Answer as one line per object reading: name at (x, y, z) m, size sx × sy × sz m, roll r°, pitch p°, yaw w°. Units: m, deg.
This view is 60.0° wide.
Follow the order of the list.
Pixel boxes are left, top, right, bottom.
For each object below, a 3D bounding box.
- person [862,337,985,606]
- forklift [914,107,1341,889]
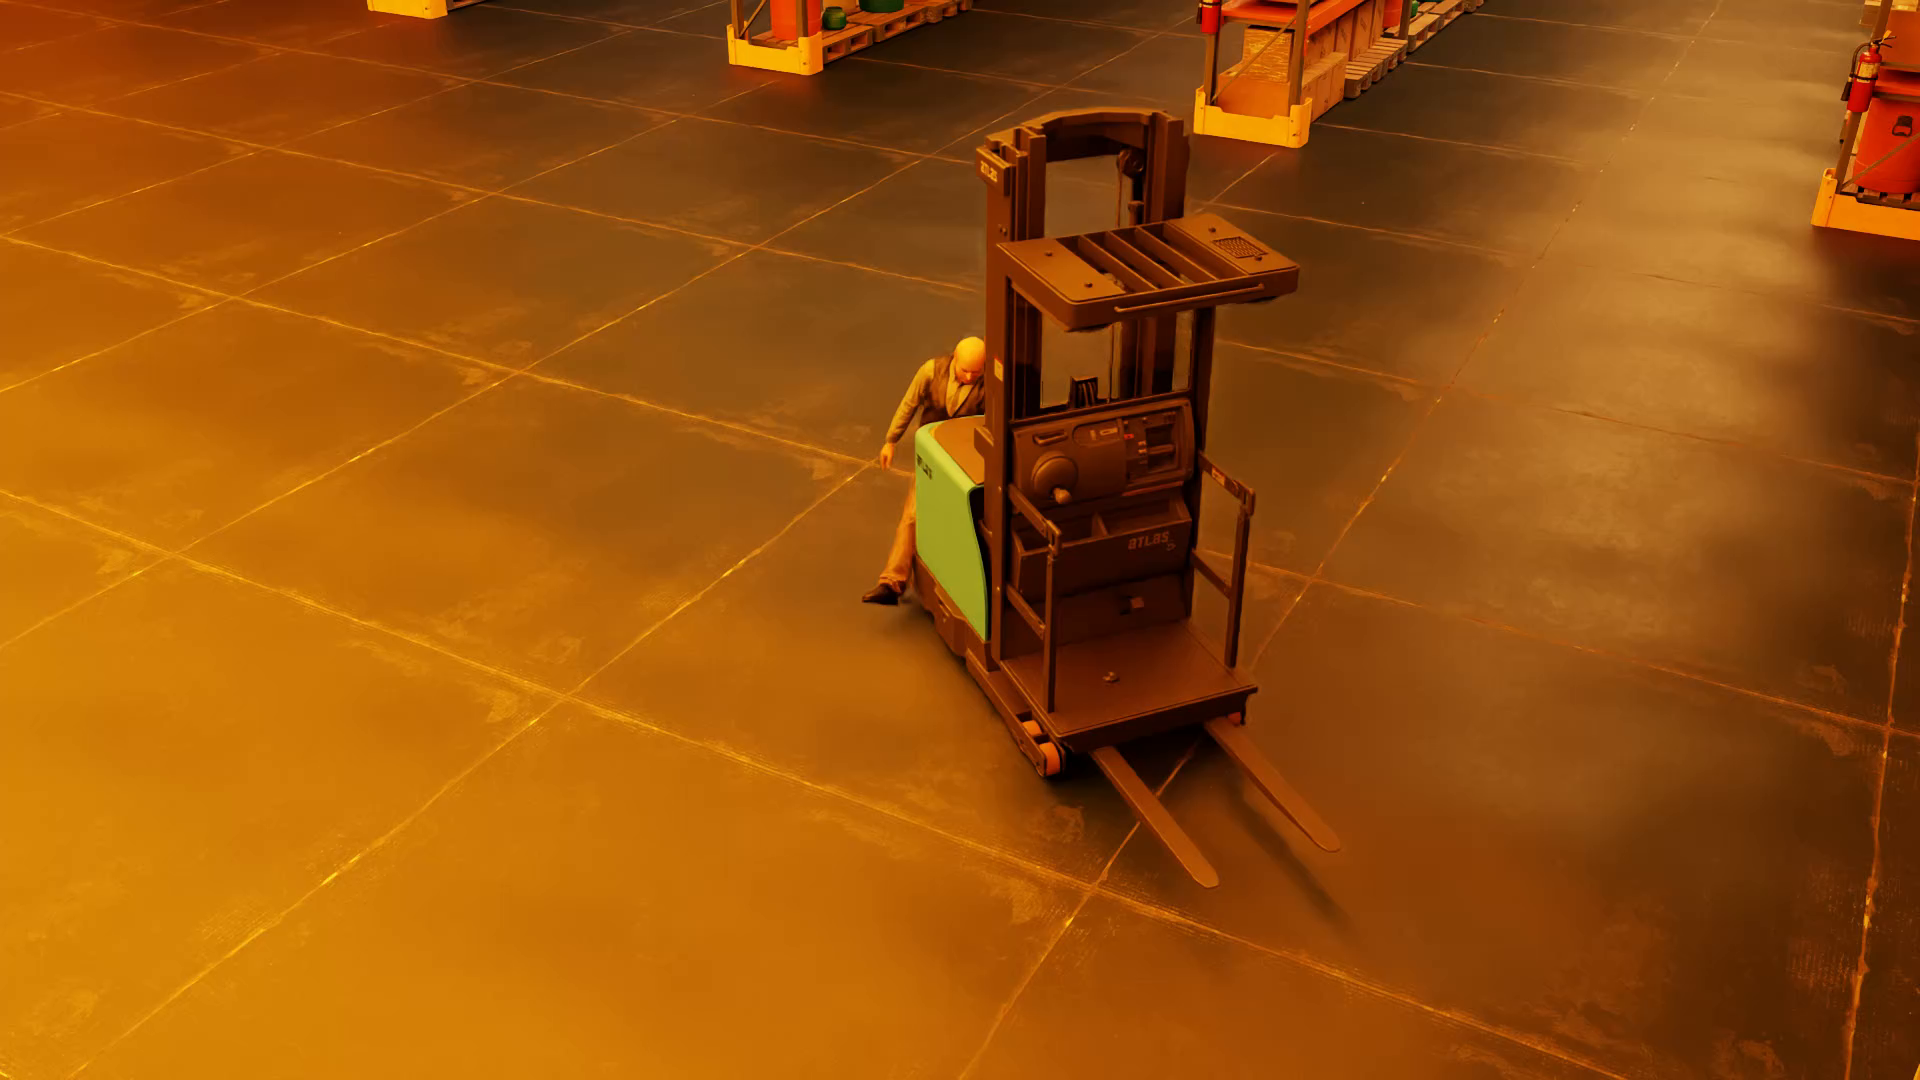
person at (-0.086, -0.357, 9.123) m, size 0.879 × 1.530 × 1.124 m, roll 10°, pitch 32°, yaw 17°
forklift at (0.773, -0.368, 7.709) m, size 1.130 × 2.935 × 3.031 m, roll -12°, pitch 32°, yaw -19°
